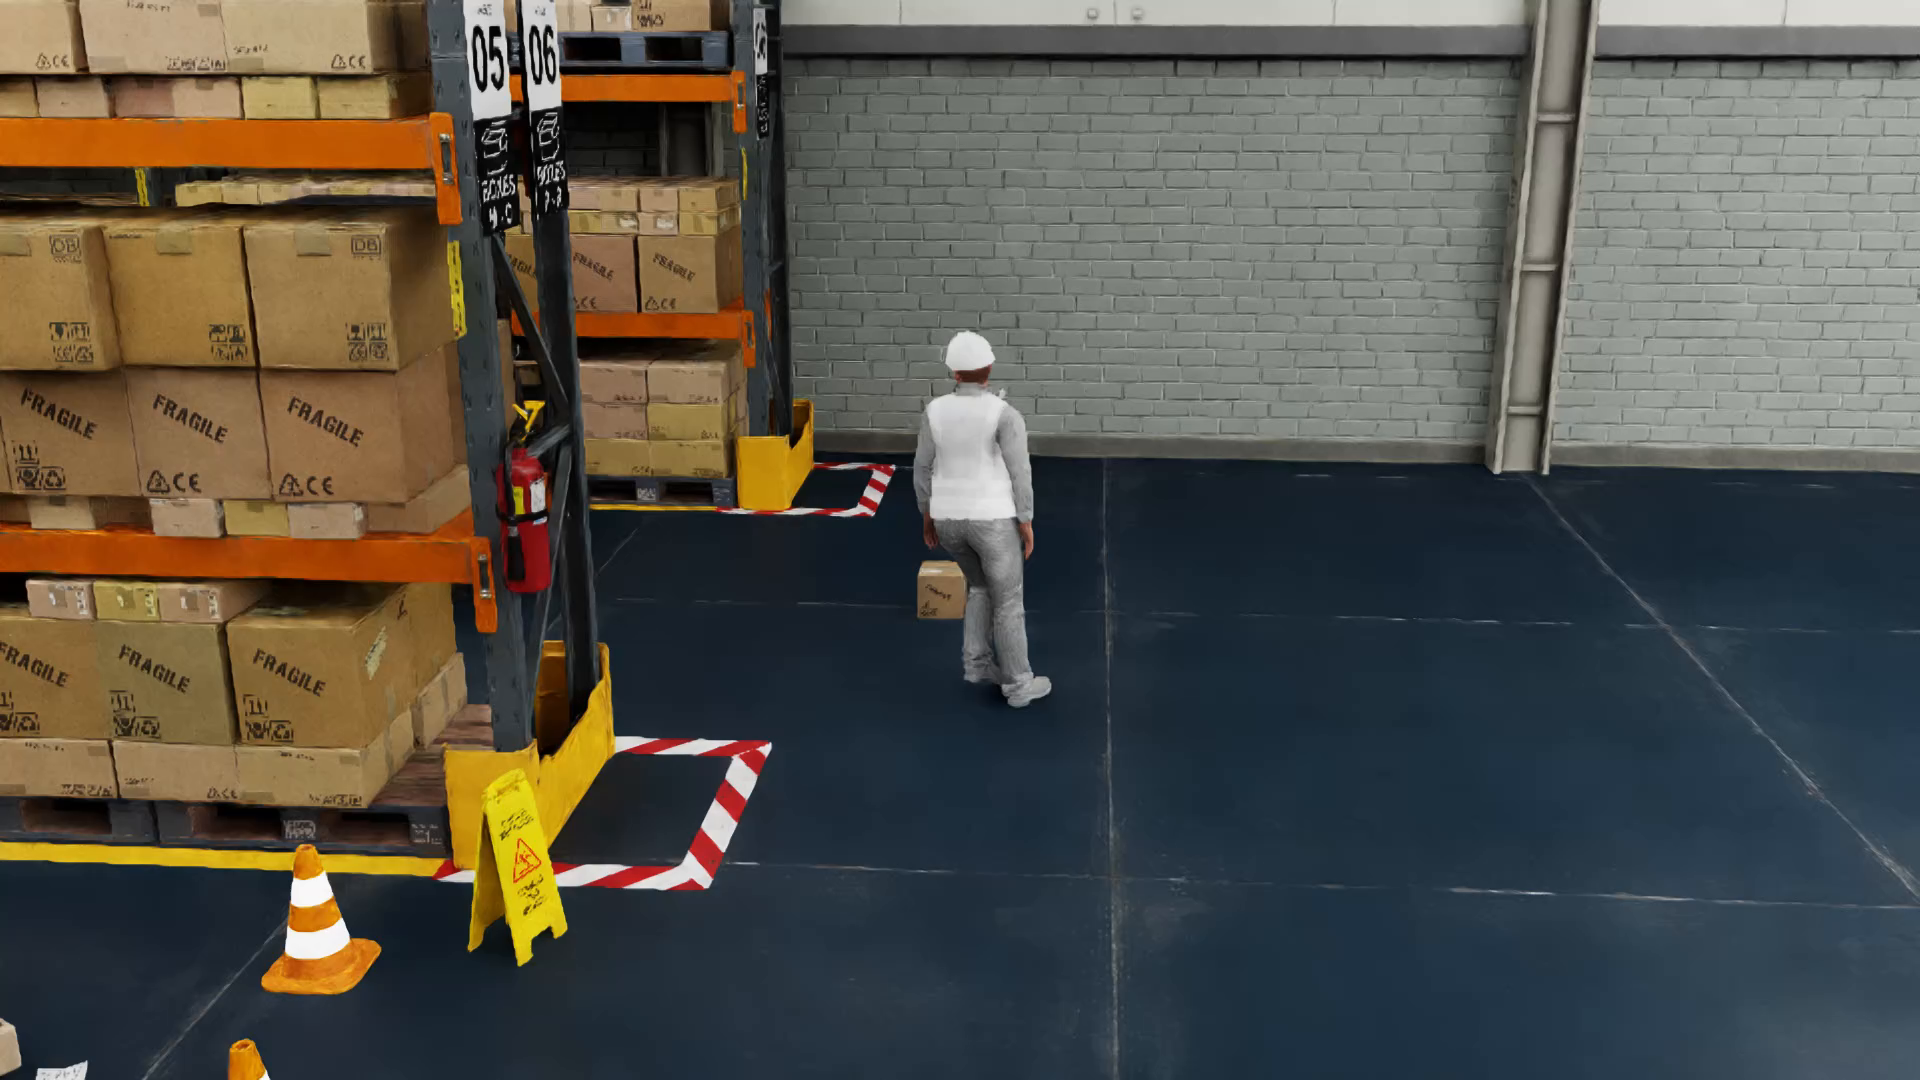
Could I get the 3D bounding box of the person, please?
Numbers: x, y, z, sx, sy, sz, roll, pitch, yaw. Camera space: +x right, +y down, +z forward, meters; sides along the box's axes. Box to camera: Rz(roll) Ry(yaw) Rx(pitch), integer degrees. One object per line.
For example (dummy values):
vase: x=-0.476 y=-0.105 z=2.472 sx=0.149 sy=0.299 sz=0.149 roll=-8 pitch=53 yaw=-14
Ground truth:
person: x=0.117 y=-0.111 z=7.865 sx=0.657 sy=1.747 sz=0.426 roll=10 pitch=20 yaw=29
